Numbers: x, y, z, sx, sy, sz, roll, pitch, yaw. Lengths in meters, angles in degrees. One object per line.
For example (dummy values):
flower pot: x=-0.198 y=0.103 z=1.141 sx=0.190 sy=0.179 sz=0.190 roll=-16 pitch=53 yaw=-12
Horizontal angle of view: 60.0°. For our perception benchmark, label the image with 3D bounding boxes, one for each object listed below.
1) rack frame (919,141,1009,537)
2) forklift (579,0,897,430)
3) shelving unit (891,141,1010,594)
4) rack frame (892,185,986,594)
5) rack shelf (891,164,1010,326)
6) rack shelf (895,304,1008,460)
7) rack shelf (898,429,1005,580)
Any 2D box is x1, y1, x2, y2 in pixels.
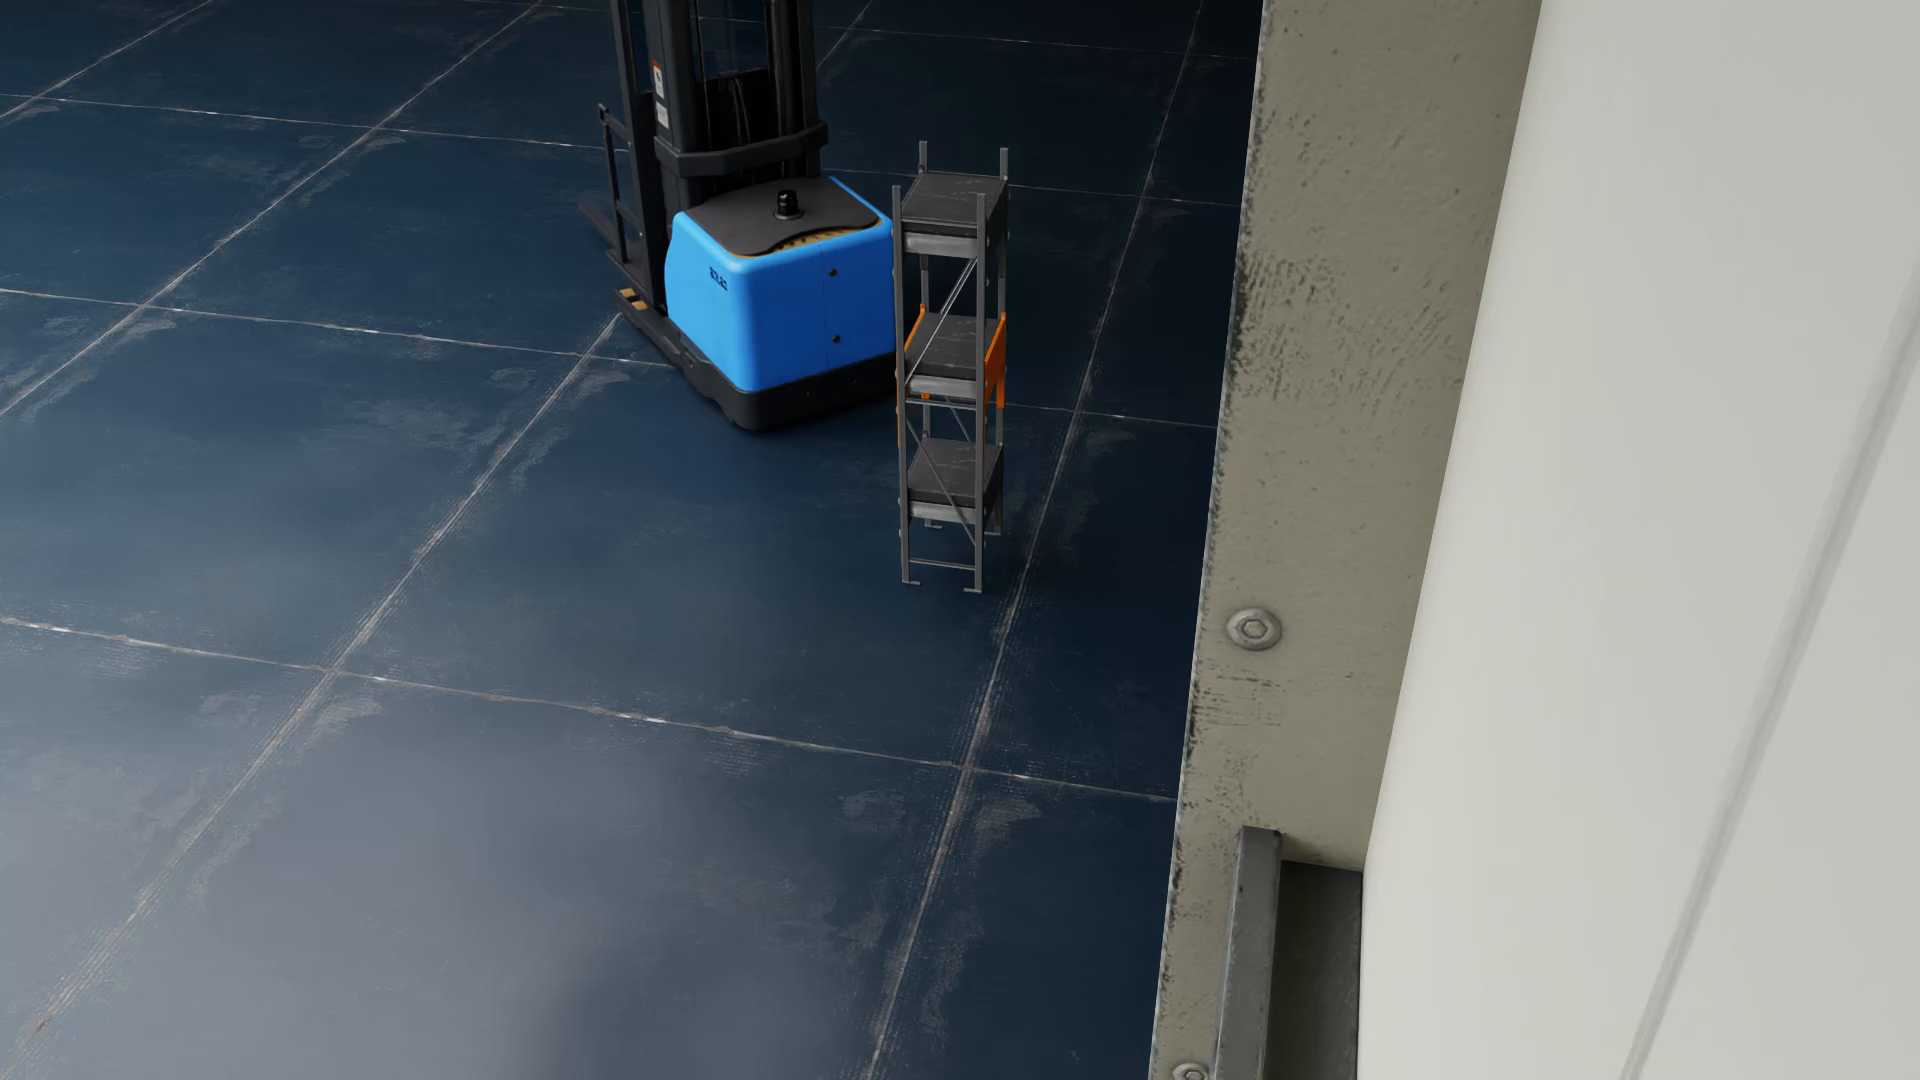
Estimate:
rack frame: x=0.017 y=-0.895 z=7.966 sx=0.400 sy=2.100 sz=0.015 roll=7 pitch=37 yaw=10
forklift: x=-1.519 y=-2.635 z=9.658 sx=1.130 sy=2.935 sz=3.031 roll=-20 pitch=40 yaw=-25
shelving unit: x=-0.035 y=-0.755 z=7.773 sx=0.431 sy=2.100 sz=0.503 roll=7 pitch=37 yaw=10
rack frame: x=-0.088 y=-0.615 z=7.580 sx=0.400 sy=2.100 sz=0.015 roll=7 pitch=37 yaw=10
rack shelf: x=-0.035 y=-1.311 z=7.370 sx=0.431 sy=0.518 sz=0.480 roll=7 pitch=37 yaw=10
rack shelf: x=-0.035 y=-0.744 z=7.781 sx=0.431 sy=0.518 sz=0.480 roll=7 pitch=37 yaw=10
rack shelf: x=-0.035 y=-0.177 z=8.192 sx=0.431 sy=0.518 sz=0.480 roll=7 pitch=37 yaw=10
